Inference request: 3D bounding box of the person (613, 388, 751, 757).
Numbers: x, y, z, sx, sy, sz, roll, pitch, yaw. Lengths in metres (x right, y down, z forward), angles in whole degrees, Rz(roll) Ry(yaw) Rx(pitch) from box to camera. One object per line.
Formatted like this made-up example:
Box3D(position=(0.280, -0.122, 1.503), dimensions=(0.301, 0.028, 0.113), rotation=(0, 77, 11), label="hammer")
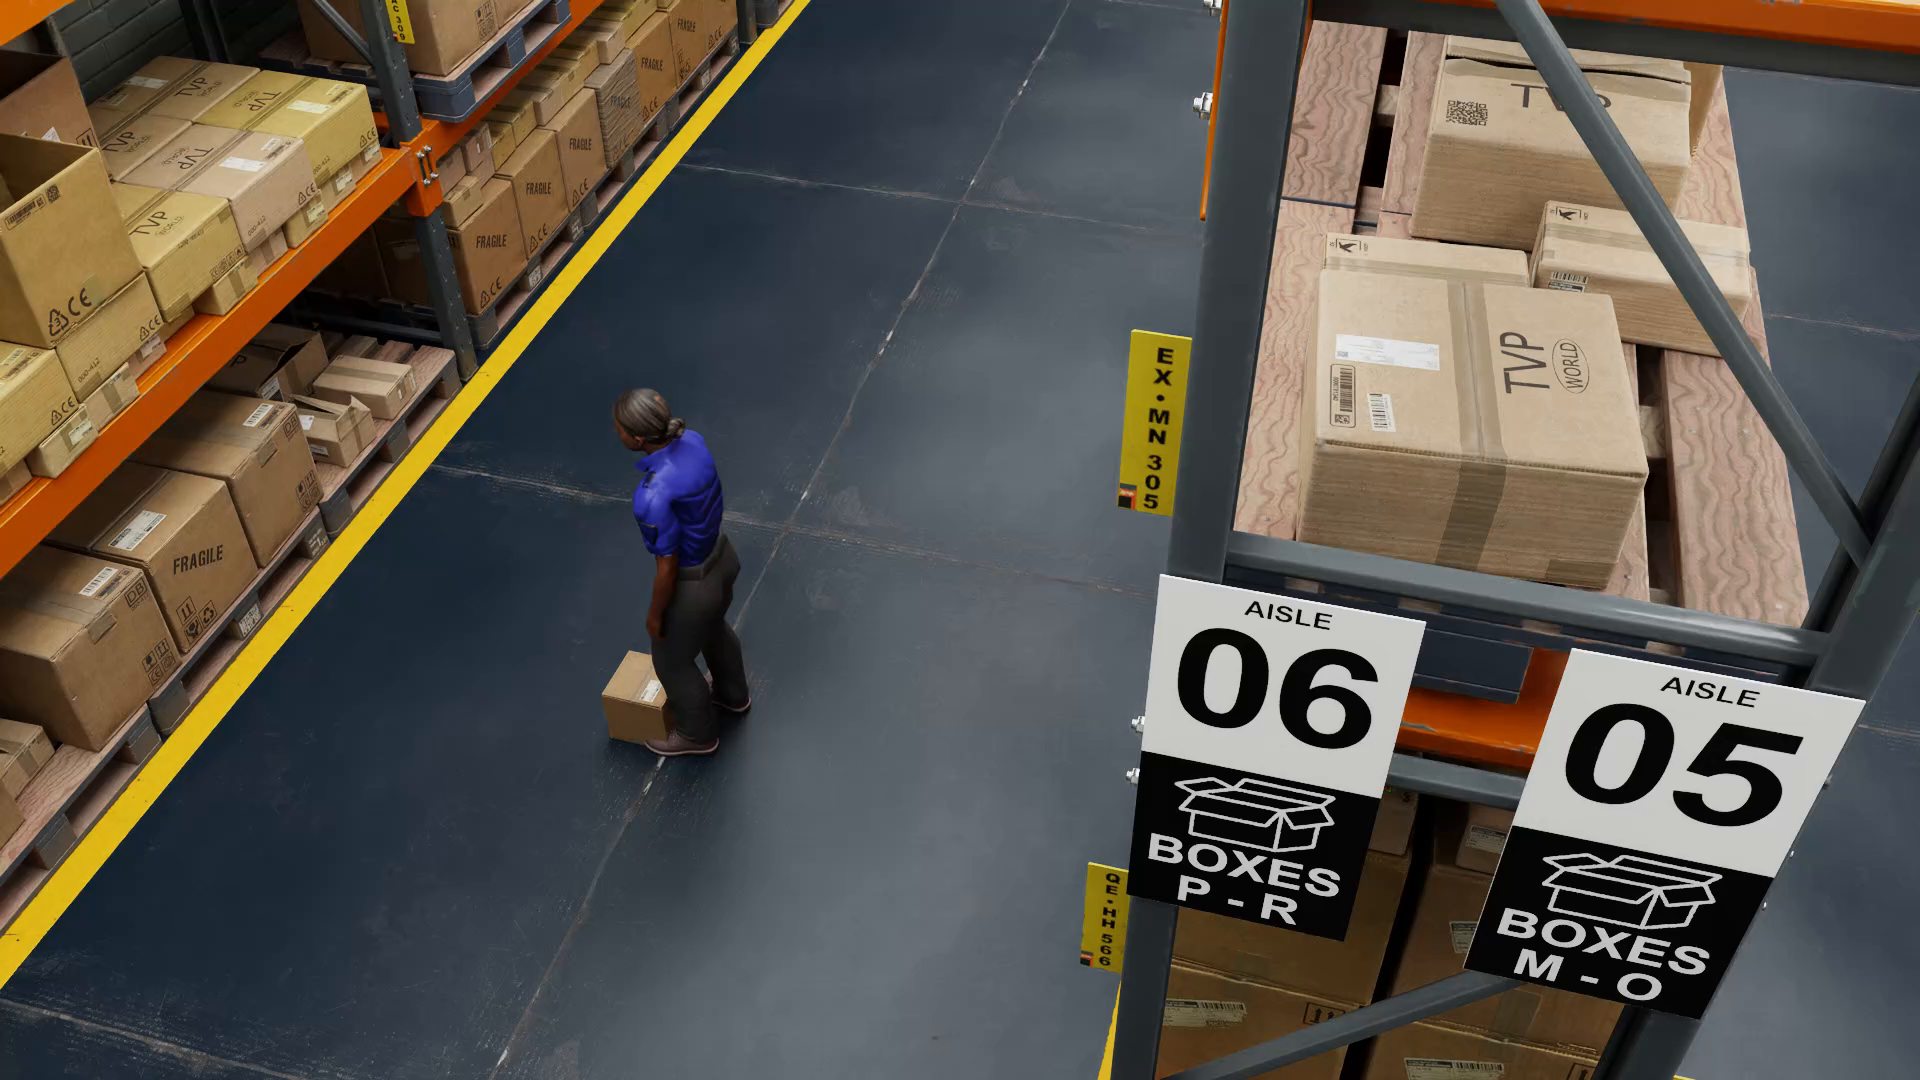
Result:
Box3D(position=(-1.012, 0.127, 6.017), dimensions=(0.391, 1.655, 0.505), rotation=(10, 42, 12), label="person")
